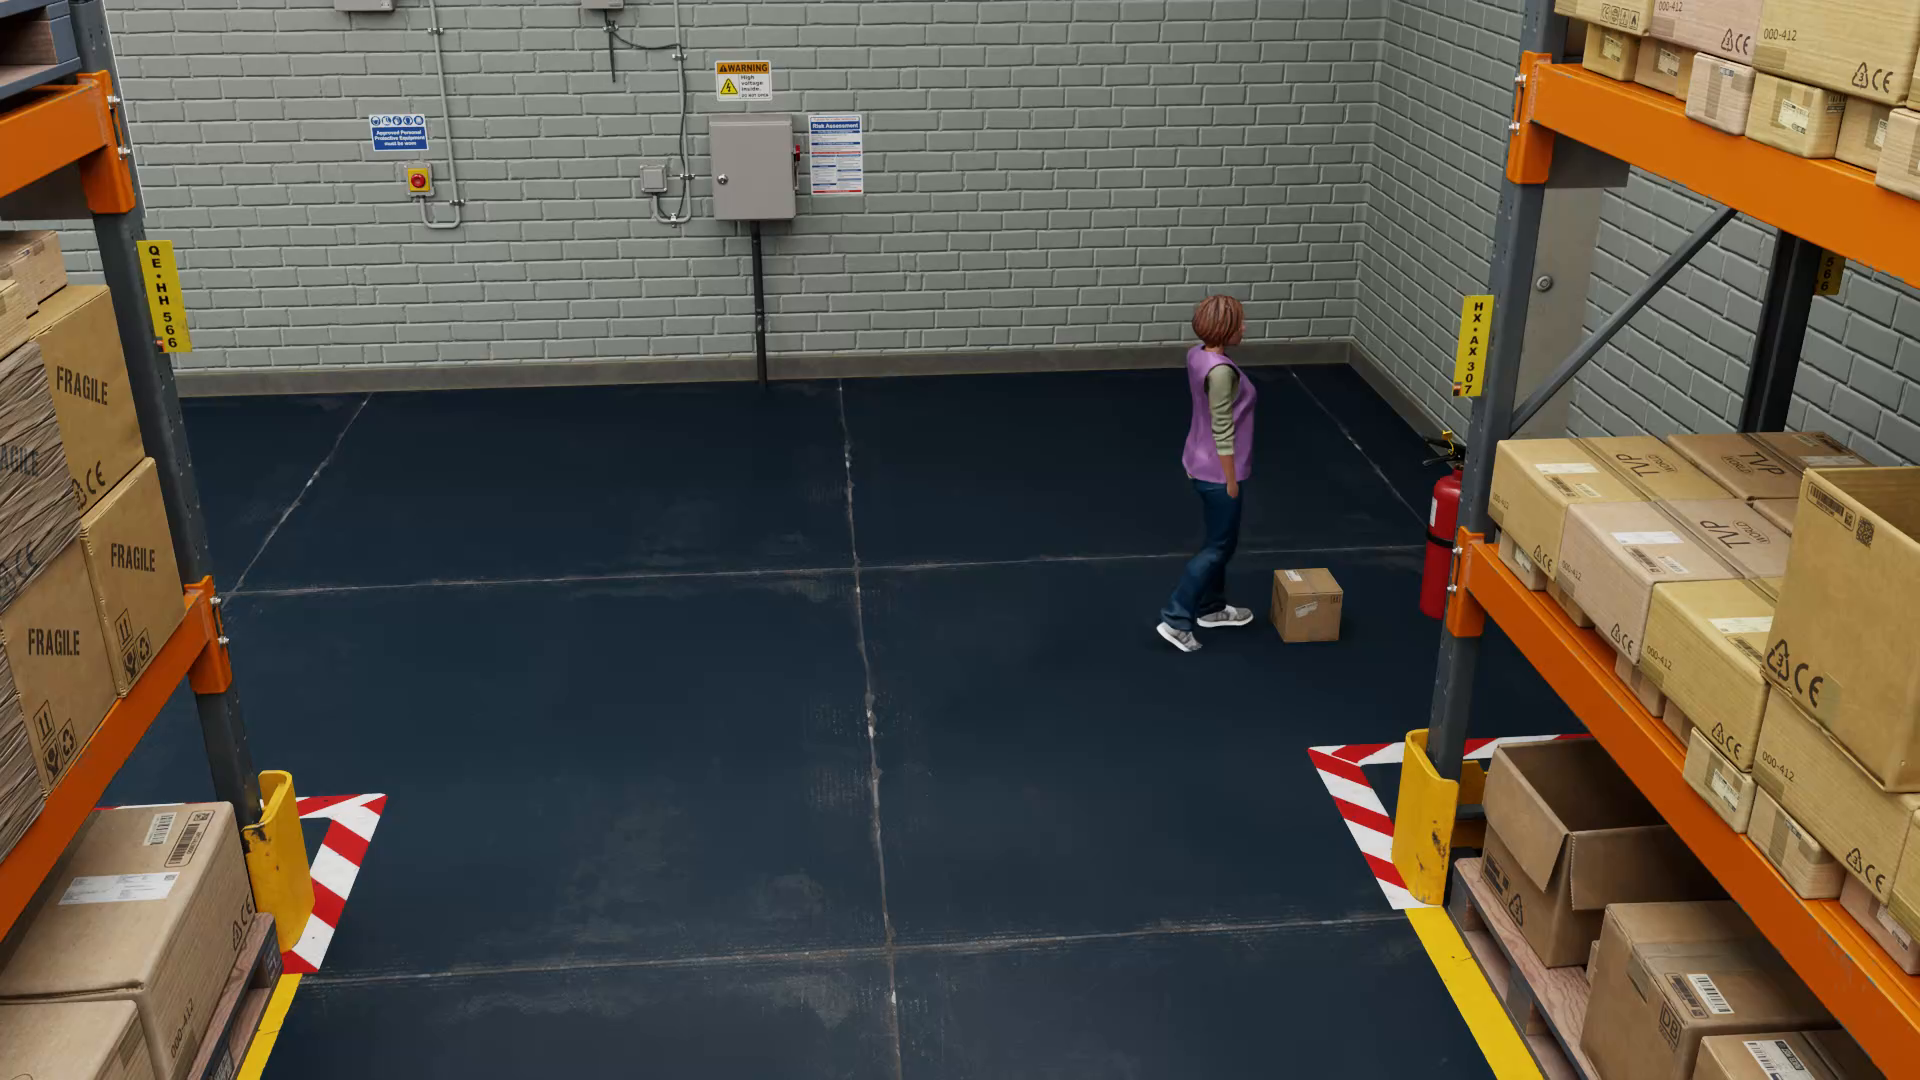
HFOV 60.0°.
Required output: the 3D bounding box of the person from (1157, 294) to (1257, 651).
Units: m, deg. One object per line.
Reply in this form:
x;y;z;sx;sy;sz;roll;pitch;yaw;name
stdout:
1.118;-0.275;7.302;0.496;1.650;0.413;-2;24;-4;person
